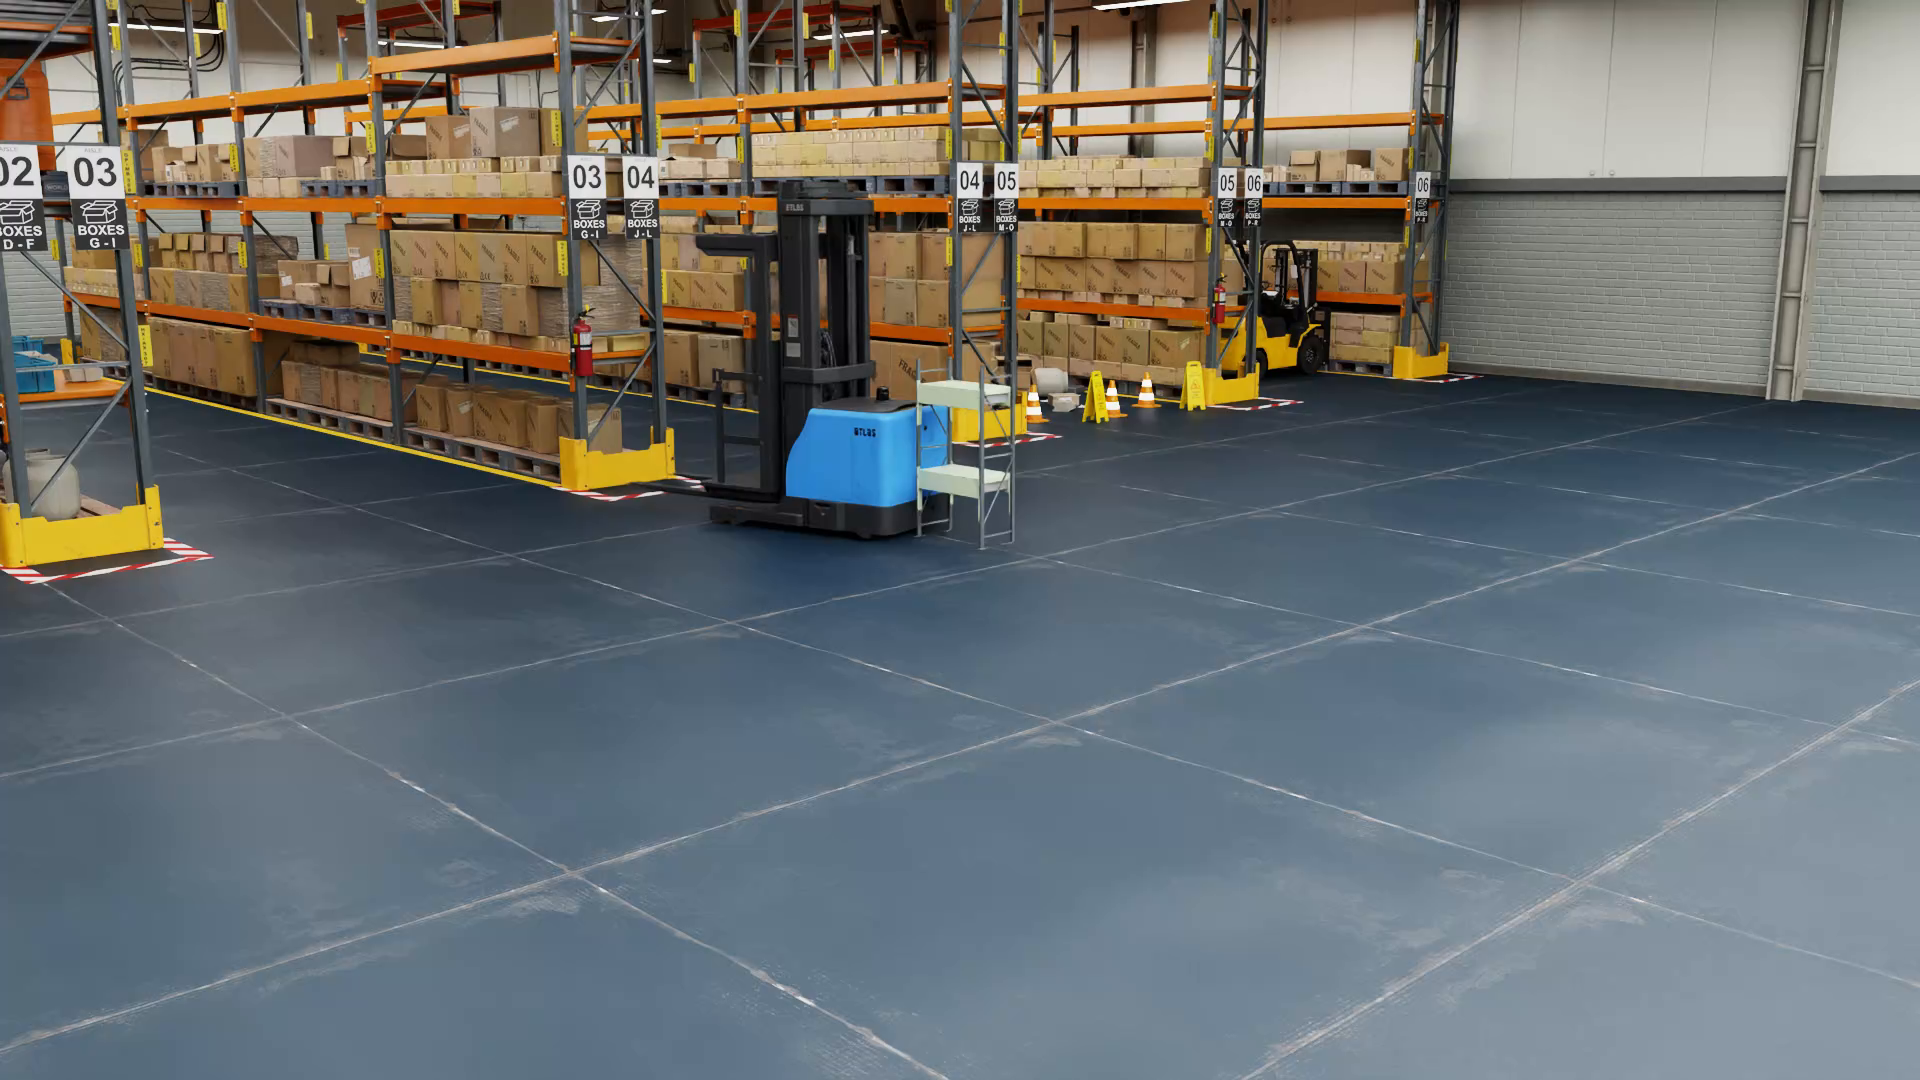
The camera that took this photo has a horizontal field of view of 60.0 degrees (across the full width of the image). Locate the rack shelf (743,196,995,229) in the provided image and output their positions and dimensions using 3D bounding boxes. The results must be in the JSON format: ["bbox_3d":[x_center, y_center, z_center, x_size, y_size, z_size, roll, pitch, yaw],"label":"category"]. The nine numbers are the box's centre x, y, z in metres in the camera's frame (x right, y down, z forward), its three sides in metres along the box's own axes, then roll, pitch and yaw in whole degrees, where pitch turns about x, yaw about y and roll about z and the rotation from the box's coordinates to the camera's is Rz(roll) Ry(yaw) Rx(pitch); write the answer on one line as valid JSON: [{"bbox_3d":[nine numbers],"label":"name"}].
[{"bbox_3d":[-1.100,-4.126,20.851,1.077,0.370,4.000,-11,16,-43],"label":"rack shelf"}]

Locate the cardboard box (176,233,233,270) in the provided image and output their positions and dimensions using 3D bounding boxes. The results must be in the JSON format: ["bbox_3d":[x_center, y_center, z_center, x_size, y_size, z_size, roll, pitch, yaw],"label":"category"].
[{"bbox_3d":[-10.751,-4.138,23.830,0.797,0.503,0.637,-11,16,-42],"label":"cardboard box"}]

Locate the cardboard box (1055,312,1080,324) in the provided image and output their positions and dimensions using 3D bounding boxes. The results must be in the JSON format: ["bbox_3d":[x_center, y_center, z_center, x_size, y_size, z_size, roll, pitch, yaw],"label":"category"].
[{"bbox_3d":[1.640,-3.324,24.919,0.380,0.149,0.250,-10,15,-40],"label":"cardboard box"}]

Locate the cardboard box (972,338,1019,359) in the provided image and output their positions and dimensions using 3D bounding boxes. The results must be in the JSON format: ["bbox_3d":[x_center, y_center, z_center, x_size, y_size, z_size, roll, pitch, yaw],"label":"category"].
[{"bbox_3d":[0.665,-3.000,26.511,0.950,0.372,0.625,-11,16,-42],"label":"cardboard box"}]

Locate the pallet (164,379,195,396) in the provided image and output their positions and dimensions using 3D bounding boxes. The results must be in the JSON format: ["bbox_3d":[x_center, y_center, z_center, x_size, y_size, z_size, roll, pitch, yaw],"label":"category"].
[{"bbox_3d":[-11.076,-2.324,24.668,1.003,0.211,1.213,-11,16,-43],"label":"pallet"}]

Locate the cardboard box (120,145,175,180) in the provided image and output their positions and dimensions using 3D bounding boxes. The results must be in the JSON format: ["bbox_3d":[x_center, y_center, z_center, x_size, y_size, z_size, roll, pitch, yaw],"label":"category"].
[{"bbox_3d":[-12.247,-5.670,25.031,0.500,0.500,0.700,11,16,42],"label":"cardboard box"}]

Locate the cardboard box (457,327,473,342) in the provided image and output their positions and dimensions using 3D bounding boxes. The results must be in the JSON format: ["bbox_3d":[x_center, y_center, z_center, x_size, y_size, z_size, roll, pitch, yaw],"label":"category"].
[{"bbox_3d":[-5.162,-2.211,17.831,0.380,0.149,0.250,-11,16,-43],"label":"cardboard box"}]

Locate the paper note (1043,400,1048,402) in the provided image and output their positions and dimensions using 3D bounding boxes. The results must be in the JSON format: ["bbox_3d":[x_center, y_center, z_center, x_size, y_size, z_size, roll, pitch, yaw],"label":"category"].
[{"bbox_3d":[1.221,-1.967,23.412,0.148,0.019,0.142,-5,13,-23],"label":"paper note"}]

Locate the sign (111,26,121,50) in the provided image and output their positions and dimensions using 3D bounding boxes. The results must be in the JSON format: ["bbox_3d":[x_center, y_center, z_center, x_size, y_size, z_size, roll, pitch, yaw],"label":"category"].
[{"bbox_3d":[-12.082,-7.191,23.808,0.100,0.325,0.005,-11,16,-43],"label":"sign"}]

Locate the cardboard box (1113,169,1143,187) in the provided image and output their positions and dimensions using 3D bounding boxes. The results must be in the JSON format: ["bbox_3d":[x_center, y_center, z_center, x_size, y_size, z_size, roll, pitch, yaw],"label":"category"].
[{"bbox_3d":[2.535,-5.149,23.669,0.500,0.250,0.500,-10,16,-41],"label":"cardboard box"}]

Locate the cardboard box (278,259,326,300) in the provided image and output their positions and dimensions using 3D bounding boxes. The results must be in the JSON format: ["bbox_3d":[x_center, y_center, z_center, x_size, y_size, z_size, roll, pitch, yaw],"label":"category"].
[{"bbox_3d":[-8.499,-3.389,21.641,0.500,0.500,0.500,9,15,38],"label":"cardboard box"}]

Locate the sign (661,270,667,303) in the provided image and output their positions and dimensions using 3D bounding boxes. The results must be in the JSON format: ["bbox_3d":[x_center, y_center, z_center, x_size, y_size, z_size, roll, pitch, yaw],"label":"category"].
[{"bbox_3d":[-2.984,-2.540,16.661,0.100,0.325,0.005,-11,16,-43],"label":"sign"}]

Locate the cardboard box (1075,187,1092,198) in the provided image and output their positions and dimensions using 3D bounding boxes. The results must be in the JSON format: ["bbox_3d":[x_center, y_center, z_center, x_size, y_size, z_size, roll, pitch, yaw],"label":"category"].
[{"bbox_3d":[1.894,-5.071,24.281,0.380,0.149,0.250,-11,16,-44],"label":"cardboard box"}]

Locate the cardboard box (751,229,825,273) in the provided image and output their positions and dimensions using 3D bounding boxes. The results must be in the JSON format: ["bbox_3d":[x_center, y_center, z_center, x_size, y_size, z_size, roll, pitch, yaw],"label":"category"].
[{"bbox_3d":[-2.251,-3.844,22.090,0.875,0.550,0.550,-11,16,-43],"label":"cardboard box"}]

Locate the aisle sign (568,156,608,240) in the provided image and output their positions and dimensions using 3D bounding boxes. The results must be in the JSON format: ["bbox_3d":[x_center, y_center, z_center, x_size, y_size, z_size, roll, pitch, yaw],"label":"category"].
[{"bbox_3d":[-3.550,-3.263,15.872,0.394,0.787,0.004,-11,16,-43],"label":"aisle sign"}]

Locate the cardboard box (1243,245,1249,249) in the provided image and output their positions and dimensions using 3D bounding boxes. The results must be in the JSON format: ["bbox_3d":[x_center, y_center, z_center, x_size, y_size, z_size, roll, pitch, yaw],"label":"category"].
[{"bbox_3d":[5.050,-5.060,28.447,0.380,0.149,0.250,-11,16,-44],"label":"cardboard box"}]

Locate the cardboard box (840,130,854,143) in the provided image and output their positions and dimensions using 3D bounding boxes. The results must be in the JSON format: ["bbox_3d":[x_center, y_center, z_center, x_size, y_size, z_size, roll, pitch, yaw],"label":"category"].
[{"bbox_3d":[-1.250,-4.933,20.344,0.380,0.149,0.250,-11,16,-42],"label":"cardboard box"}]

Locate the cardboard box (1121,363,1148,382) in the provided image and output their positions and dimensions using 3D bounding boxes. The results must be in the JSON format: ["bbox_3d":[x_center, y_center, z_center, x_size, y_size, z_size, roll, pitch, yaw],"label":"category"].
[{"bbox_3d":[2.686,-2.438,24.082,0.500,0.250,0.500,-11,16,-42],"label":"cardboard box"}]

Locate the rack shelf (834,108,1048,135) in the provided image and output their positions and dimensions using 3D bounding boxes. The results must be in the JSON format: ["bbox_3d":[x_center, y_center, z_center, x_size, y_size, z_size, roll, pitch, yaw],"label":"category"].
[{"bbox_3d":[-0.352,-6.687,26.842,1.077,0.370,4.000,-11,16,-43],"label":"rack shelf"}]

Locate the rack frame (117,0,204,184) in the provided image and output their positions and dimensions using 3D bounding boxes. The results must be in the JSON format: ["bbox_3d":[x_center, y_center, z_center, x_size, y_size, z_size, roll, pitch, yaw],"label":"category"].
[{"bbox_3d":[-11.663,-6.730,24.277,1.000,3.000,0.127,-11,16,-43],"label":"rack frame"}]

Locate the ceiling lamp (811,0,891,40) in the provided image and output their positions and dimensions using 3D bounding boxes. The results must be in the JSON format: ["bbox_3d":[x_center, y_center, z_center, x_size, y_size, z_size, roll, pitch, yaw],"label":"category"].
[{"bbox_3d":[-1.919,-11.234,31.670,0.800,3.185,2.000,-11,16,-43],"label":"ceiling lamp"}]

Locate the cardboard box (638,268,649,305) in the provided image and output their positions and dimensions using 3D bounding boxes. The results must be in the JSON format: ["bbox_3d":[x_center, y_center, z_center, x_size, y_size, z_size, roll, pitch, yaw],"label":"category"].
[{"bbox_3d":[-4.428,-3.683,24.105,0.500,0.500,0.500,-11,16,-43],"label":"cardboard box"}]

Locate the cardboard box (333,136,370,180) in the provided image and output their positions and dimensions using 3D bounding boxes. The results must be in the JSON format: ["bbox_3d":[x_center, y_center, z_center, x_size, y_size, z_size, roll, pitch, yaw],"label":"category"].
[{"bbox_3d":[-7.043,-4.569,19.926,0.797,0.503,0.637,-10,15,-40],"label":"cardboard box"}]

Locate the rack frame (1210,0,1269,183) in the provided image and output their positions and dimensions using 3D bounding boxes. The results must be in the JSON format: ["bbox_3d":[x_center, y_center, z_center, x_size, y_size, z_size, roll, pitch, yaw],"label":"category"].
[{"bbox_3d":[3.791,-6.360,22.479,1.000,3.000,0.127,-11,16,-43],"label":"rack frame"}]

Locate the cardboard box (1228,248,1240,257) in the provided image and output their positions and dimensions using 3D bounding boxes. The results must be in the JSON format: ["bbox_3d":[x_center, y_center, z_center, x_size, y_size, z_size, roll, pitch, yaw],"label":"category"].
[{"bbox_3d":[4.826,-4.943,28.616,0.380,0.149,0.250,-10,16,-41],"label":"cardboard box"}]

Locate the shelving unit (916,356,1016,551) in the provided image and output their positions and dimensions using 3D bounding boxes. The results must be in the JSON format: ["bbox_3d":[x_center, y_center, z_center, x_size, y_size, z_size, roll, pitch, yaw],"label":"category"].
[{"bbox_3d":[0.043,-0.731,13.741,0.755,1.500,0.431,11,16,44],"label":"shelving unit"}]

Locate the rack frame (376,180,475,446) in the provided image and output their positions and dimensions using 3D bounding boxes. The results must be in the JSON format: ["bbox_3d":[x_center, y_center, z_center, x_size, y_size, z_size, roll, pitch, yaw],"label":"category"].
[{"bbox_3d":[-6.139,-2.624,19.215,1.000,3.000,0.127,-11,16,-43],"label":"rack frame"}]

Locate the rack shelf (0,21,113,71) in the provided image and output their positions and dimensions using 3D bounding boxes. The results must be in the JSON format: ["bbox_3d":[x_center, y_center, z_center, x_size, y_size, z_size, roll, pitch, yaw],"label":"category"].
[{"bbox_3d":[-8.340,-4.032,13.956,1.077,0.370,4.000,-11,16,-43],"label":"rack shelf"}]

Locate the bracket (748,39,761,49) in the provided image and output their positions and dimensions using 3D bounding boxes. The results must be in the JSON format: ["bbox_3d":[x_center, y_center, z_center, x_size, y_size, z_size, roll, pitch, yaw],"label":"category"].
[{"bbox_3d":[-4.851,-11.559,38.795,0.235,0.232,0.430,-11,16,-43],"label":"bracket"}]

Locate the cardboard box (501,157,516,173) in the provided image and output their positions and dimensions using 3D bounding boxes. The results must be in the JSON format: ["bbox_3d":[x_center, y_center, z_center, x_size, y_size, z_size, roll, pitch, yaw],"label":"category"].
[{"bbox_3d":[-4.347,-3.741,16.584,0.380,0.149,0.250,-11,16,-42],"label":"cardboard box"}]

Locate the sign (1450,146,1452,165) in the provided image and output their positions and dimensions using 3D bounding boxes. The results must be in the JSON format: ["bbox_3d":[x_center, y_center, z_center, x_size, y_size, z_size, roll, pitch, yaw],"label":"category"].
[{"bbox_3d":[7.784,-6.126,26.417,0.100,0.325,0.005,-11,16,-43],"label":"sign"}]

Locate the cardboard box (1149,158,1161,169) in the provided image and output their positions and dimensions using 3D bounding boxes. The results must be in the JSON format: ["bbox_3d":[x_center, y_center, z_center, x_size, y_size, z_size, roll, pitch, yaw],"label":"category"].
[{"bbox_3d":[2.866,-5.288,23.358,0.380,0.149,0.250,-11,16,-42],"label":"cardboard box"}]

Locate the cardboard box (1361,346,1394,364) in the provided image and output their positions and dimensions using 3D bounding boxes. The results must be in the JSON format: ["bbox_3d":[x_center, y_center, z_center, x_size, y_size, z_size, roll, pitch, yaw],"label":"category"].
[{"bbox_3d":[6.826,-2.997,26.799,0.500,0.250,0.500,-11,16,-42],"label":"cardboard box"}]

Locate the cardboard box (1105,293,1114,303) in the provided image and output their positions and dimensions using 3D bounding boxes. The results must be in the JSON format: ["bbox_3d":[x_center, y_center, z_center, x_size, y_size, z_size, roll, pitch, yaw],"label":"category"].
[{"bbox_3d":[2.337,-3.549,24.326,0.380,0.149,0.250,-11,16,-43],"label":"cardboard box"}]

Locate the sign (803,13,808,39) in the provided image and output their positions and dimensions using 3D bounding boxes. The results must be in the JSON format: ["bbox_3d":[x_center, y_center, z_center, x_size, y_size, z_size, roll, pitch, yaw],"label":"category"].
[{"bbox_3d":[-2.063,-6.848,22.141,0.100,0.325,0.005,-11,16,-43],"label":"sign"}]

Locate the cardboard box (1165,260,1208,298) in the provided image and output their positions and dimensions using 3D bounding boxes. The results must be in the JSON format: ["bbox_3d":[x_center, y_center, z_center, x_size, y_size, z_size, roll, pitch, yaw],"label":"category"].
[{"bbox_3d":[3.217,-3.657,23.242,0.500,0.500,0.500,-11,16,-44],"label":"cardboard box"}]

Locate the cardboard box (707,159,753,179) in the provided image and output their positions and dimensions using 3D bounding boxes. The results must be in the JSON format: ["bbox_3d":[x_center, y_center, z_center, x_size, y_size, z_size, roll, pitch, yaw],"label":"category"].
[{"bbox_3d":[-3.085,-5.032,22.550,0.500,0.250,0.500,-11,16,-42],"label":"cardboard box"}]

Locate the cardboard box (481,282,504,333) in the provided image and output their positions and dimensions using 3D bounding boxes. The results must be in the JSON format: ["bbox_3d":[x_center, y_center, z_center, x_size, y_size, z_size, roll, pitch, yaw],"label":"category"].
[{"bbox_3d":[-4.482,-2.454,17.406,0.875,0.500,0.500,-11,16,-43],"label":"cardboard box"}]

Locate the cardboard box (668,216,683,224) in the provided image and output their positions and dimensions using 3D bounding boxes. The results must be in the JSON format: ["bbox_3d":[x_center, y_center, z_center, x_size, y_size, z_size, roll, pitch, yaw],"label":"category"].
[{"bbox_3d":[-5.395,-6.155,32.022,0.380,0.149,0.250,-11,16,-43],"label":"cardboard box"}]

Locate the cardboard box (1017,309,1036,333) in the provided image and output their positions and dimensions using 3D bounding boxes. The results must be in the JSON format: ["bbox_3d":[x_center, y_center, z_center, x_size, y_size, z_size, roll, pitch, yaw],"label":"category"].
[{"bbox_3d":[1.407,-4.294,32.475,0.500,0.500,0.500,-10,15,-41],"label":"cardboard box"}]

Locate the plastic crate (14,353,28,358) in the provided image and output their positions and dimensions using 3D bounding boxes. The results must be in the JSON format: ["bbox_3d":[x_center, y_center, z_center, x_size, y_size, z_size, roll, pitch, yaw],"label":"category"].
[{"bbox_3d":[-7.965,-1.404,13.663,0.499,0.251,0.408,-11,16,-43],"label":"plastic crate"}]

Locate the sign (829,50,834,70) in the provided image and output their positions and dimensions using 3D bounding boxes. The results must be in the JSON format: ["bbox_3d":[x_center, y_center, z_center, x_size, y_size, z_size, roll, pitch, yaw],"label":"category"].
[{"bbox_3d":[-2.132,-7.984,27.658,0.100,0.325,0.005,-11,16,-43],"label":"sign"}]

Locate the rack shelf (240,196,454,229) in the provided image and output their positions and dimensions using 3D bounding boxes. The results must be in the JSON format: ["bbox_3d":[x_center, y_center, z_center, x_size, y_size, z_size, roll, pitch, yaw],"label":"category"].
[{"bbox_3d":[-7.520,-4.033,20.402,1.077,0.370,4.000,-11,16,-43],"label":"rack shelf"}]

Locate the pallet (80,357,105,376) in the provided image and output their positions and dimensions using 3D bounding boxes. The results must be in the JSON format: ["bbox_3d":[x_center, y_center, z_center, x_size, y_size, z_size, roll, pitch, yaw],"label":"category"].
[{"bbox_3d":[-13.817,-2.904,27.483,1.003,0.211,1.213,-11,16,-43],"label":"pallet"}]

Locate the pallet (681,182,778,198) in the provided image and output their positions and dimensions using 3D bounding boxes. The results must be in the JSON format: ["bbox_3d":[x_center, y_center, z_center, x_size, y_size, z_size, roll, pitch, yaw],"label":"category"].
[{"bbox_3d":[-3.150,-4.803,22.831,1.217,0.209,0.805,11,16,43],"label":"pallet"}]

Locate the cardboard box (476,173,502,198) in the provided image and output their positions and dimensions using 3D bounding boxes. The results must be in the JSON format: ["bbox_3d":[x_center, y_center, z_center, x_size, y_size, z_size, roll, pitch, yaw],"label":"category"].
[{"bbox_3d":[-4.588,-3.619,16.984,0.500,0.250,0.500,-10,16,-41],"label":"cardboard box"}]

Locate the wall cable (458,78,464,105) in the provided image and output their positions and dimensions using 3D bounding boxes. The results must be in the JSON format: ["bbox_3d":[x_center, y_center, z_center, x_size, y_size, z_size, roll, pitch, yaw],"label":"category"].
[{"bbox_3d":[-11.390,-9.486,37.652,0.463,3.000,0.029,-11,16,-43],"label":"wall cable"}]

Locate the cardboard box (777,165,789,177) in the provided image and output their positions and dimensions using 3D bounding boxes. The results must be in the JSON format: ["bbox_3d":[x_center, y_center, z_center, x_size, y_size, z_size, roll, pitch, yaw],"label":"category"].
[{"bbox_3d":[-2.124,-4.727,21.321,0.380,0.149,0.250,-11,16,-43],"label":"cardboard box"}]

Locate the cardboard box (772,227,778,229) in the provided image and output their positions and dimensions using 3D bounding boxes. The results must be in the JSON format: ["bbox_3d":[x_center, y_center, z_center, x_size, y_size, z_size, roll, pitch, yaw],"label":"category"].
[{"bbox_3d":[-2.978,-5.314,29.544,0.500,0.500,0.500,-11,16,-43],"label":"cardboard box"}]

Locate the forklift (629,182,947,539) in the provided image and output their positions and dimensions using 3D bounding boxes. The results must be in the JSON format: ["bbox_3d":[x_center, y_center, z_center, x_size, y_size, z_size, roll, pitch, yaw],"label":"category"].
[{"bbox_3d":[-1.605,-1.643,14.622,3.031,2.935,1.130,7,14,31],"label":"forklift"}]

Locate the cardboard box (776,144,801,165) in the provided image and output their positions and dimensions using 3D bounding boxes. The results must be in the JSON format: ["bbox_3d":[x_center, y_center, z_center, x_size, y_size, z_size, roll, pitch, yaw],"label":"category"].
[{"bbox_3d":[-1.997,-4.913,21.236,0.500,0.250,0.500,-11,16,-43],"label":"cardboard box"}]
